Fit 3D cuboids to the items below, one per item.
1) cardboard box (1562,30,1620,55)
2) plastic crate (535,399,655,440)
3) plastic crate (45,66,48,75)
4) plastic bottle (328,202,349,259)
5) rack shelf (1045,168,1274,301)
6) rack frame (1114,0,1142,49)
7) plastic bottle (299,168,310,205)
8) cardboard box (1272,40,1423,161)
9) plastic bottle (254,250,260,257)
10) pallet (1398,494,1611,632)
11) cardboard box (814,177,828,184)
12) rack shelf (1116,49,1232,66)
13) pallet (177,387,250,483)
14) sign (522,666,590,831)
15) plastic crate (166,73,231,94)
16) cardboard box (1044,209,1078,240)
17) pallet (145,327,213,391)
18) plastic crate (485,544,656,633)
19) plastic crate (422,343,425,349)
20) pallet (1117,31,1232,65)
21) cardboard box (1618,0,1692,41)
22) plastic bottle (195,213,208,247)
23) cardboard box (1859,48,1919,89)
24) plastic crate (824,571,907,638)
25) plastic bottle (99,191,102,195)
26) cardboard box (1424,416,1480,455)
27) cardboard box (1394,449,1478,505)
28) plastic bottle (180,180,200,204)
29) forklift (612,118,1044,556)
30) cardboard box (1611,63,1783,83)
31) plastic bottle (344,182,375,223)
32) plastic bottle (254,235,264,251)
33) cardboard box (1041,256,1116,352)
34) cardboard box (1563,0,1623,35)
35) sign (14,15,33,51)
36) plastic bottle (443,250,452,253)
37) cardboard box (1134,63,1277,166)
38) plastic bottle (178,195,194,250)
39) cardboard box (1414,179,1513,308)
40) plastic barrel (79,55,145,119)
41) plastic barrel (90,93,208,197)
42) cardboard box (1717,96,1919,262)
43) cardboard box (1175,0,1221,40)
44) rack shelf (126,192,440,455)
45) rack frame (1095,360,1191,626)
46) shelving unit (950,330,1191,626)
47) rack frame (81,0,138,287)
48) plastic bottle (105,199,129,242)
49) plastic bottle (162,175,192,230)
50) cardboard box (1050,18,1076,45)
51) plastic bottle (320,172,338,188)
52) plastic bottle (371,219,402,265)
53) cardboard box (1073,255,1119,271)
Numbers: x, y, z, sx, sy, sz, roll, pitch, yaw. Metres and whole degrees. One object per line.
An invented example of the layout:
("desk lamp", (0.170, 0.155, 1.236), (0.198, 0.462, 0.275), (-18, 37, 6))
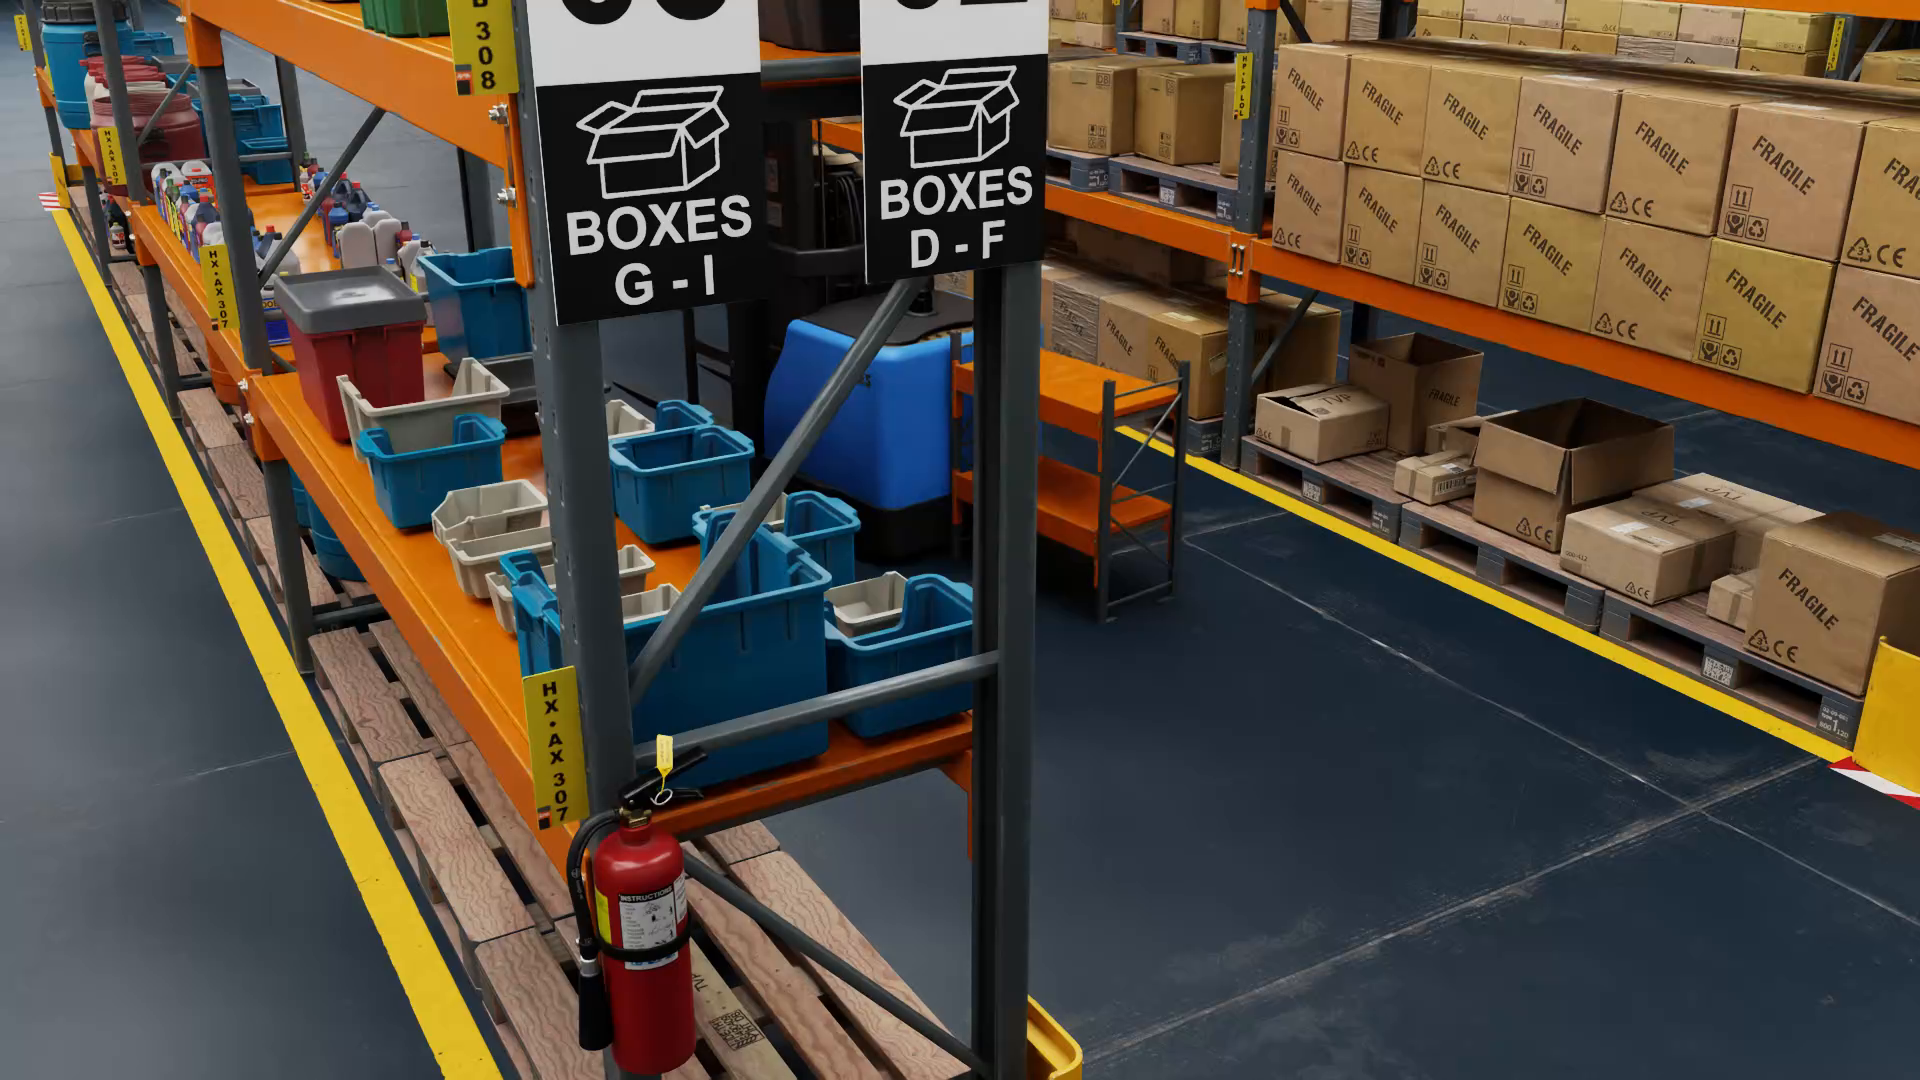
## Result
("cardboard box", (4.946, -3.623, 12.688), (0.500, 0.500, 0.500), (-12, 25, -27))
("plastic crate", (-1.192, -0.335, 5.423), (0.293, 0.136, 0.466), (-13, 25, -28))
("plastic crate", (-8.289, -4.346, 15.371), (0.298, 0.136, 0.250), (-13, 25, -28))
("plastic bottle", (-3.100, -1.552, 8.317), (0.097, 0.271, 0.097), (0, 22, 0))
("rack shelf", (0.898, -2.201, 10.698), (1.077, 0.370, 4.000), (-13, 25, -28))
("rack frame", (2.090, -5.431, 17.689), (1.000, 3.000, 0.127), (-13, 25, -28))
("plastic bottle", (-3.767, -2.048, 9.631), (0.097, 0.201, 0.097), (0, 22, 0))
("cardboard box", (1.919, -2.190, 8.255), (0.500, 0.500, 0.500), (-12, 25, -27))
("plastic bottle", (-3.091, -1.147, 7.216), (0.144, 0.351, 0.185), (-13, 25, -28))
("pallet", (2.897, 0.023, 7.975), (1.003, 0.211, 1.213), (-13, 25, -28))
("cardboard box", (-1.129, -2.815, 13.604), (0.500, 0.311, 0.500), (-13, 25, -29))
("rack shelf", (3.112, -4.450, 16.231), (1.077, 0.370, 4.000), (-13, 25, -28))
("pallet", (-3.945, -0.691, 9.732), (1.003, 0.211, 1.213), (-13, 25, -28))
("sign", (-0.762, 0.395, 3.139), (0.100, 0.325, 0.005), (-13, 25, -28))
("plastic crate", (-5.596, -3.220, 12.272), (0.392, 0.384, 0.575), (-13, 25, -28))
("cardboard box", (0.589, -2.300, 11.726), (0.500, 0.250, 0.500), (-12, 25, -26))
("pallet", (-4.746, -1.197, 10.975), (1.003, 0.211, 1.213), (-13, 25, -28))
("plastic crate", (-1.005, 0.128, 4.283), (0.396, 0.136, 0.243), (-13, 25, -28))
("plastic crate", (-2.225, -0.663, 6.229), (0.396, 0.136, 0.243), (-13, 25, -28))
("pallet", (2.356, -5.066, 17.047), (1.003, 0.211, 1.213), (-13, 25, -28))
("cardboard box", (5.205, -3.816, 12.166), (0.500, 0.250, 0.500), (-12, 25, -27))
("plastic bottle", (-3.608, -1.413, 7.959), (0.061, 0.283, 0.133), (-13, 25, -28))
("cardboard box", (6.440, -2.801, 10.821), (0.980, 0.700, 0.700), (-12, 25, -27))
("plastic crate", (-0.233, 0.191, 4.129), (0.250, 0.136, 0.298), (-13, 25, -28))
("plastic bottle", (-7.482, -2.904, 14.511), (0.097, 0.271, 0.097), (0, 22, 0))
("cardboard box", (2.698, -0.530, 8.834), (0.380, 0.149, 0.250), (-13, 25, -28))
("cardboard box", (2.399, -0.323, 8.300), (0.380, 0.166, 0.250), (-13, 25, -28))
("plastic bottle", (-4.116, -1.787, 8.896), (0.097, 0.271, 0.097), (0, 22, 0))
("forklift", (-0.897, -1.761, 8.752), (1.130, 2.935, 3.031), (-17, 28, -36))
("cardboard box", (3.178, -1.791, 7.273), (0.500, 0.500, 0.500), (-13, 25, -29))
("plastic bottle", (-3.018, -1.626, 8.394), (0.144, 0.351, 0.185), (-13, 25, -28))
("plastic bottle", (-3.166, -1.253, 7.581), (0.097, 0.271, 0.097), (0, 22, 0))
("cardboard box", (0.659, -1.526, 10.817), (0.500, 0.500, 0.500), (-14, 26, -30))
("cardboard box", (4.944, -3.981, 12.572), (0.500, 0.250, 0.500), (-13, 26, -29))
("sign", (-8.945, -4.844, 15.877), (0.100, 0.325, 0.005), (-13, 25, -28))
("plastic bottle", (-2.229, -1.125, 7.251), (0.061, 0.283, 0.133), (-13, 25, -28))
("cardboard box", (1.465, -2.535, 9.873), (0.700, 0.500, 0.500), (-8, 24, -20))
("plastic bottle", (-3.933, -1.626, 8.500), (0.097, 0.271, 0.097), (0, 22, 0))
("cardboard box", (2.464, -1.388, 7.611), (0.500, 0.500, 0.500), (-13, 25, -29))
("plastic barrel", (-6.127, -3.236, 12.109), (0.433, 0.535, 0.433), (0, 22, 0))
("plastic barrel", (-4.881, -2.385, 10.015), (0.600, 0.536, 0.708), (-13, 25, -28))
("cardboard box", (3.241, -1.356, 6.204), (0.500, 0.500, 0.500), (-12, 25, -27))
("cardboard box", (2.600, -5.327, 16.717), (0.700, 0.500, 0.500), (-10, 24, -23))
("rack shelf", (-3.362, -1.249, 8.357), (1.077, 0.370, 4.000), (-13, 25, -28))
("rack frame", (0.802, -0.202, 7.314), (0.500, 1.125, 0.032), (-17, 28, -36))
("shelving unit", (0.479, -0.350, 7.678), (0.538, 1.125, 1.048), (-17, 28, -36))
("rack frame", (-6.427, -3.525, 13.000), (1.000, 3.000, 0.127), (-13, 25, -28))
("plastic bottle", (-7.003, -2.655, 13.793), (0.144, 0.351, 0.185), (-13, 26, -30))
("plastic bottle", (-4.204, -1.821, 8.972), (0.152, 0.276, 0.135), (-13, 25, -28))
("cardboard box", (1.340, -5.628, 18.348), (0.500, 0.250, 0.500), (-12, 25, -28))
("plastic bottle", (-3.450, -1.880, 9.124), (0.097, 0.271, 0.097), (0, 22, 0))
("plastic bottle", (-2.722, -1.401, 7.939), (0.152, 0.276, 0.135), (-13, 25, -28))
("cardboard box", (1.094, -1.634, 11.083), (0.500, 0.500, 0.500), (-14, 26, -30))
